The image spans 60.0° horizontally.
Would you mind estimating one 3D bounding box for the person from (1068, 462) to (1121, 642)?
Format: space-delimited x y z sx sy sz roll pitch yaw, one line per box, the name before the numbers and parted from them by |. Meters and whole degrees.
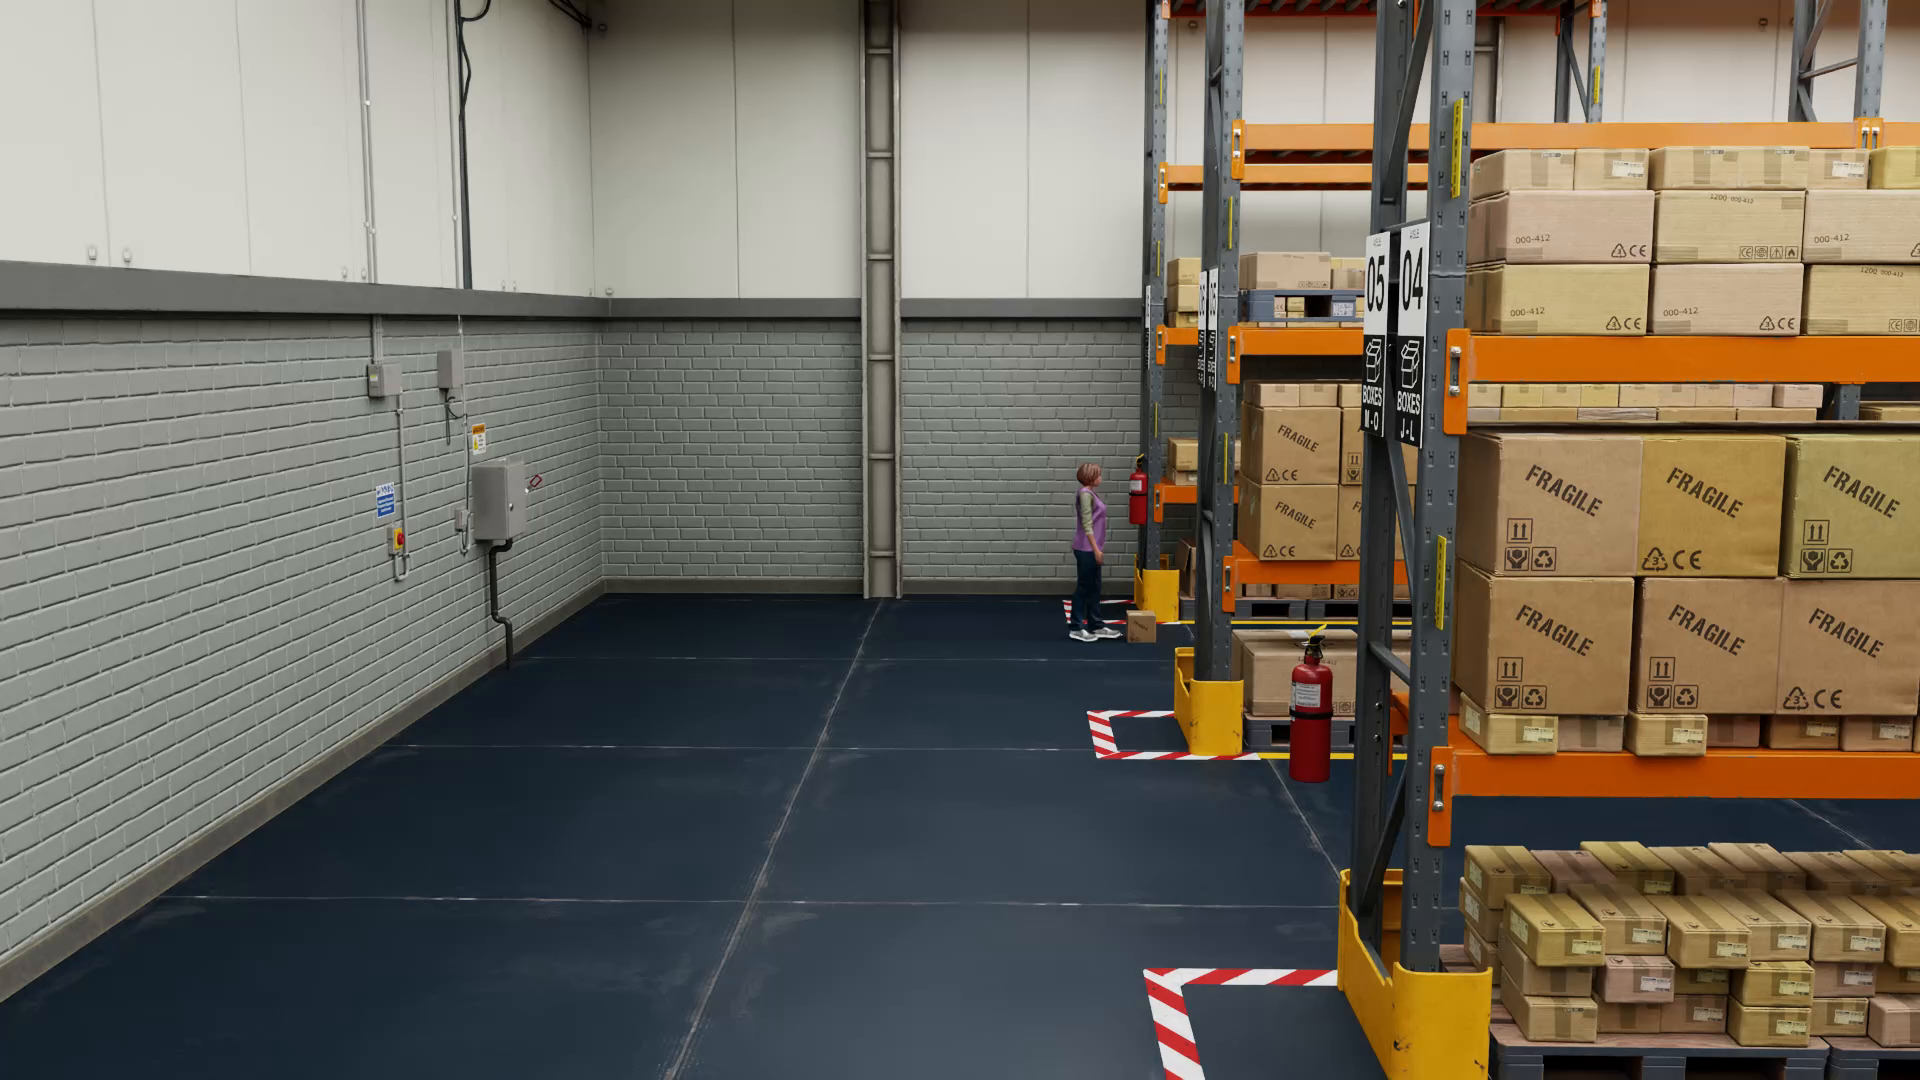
person | 1.209 0.157 14.917 0.464 1.501 0.480 1 8 11
